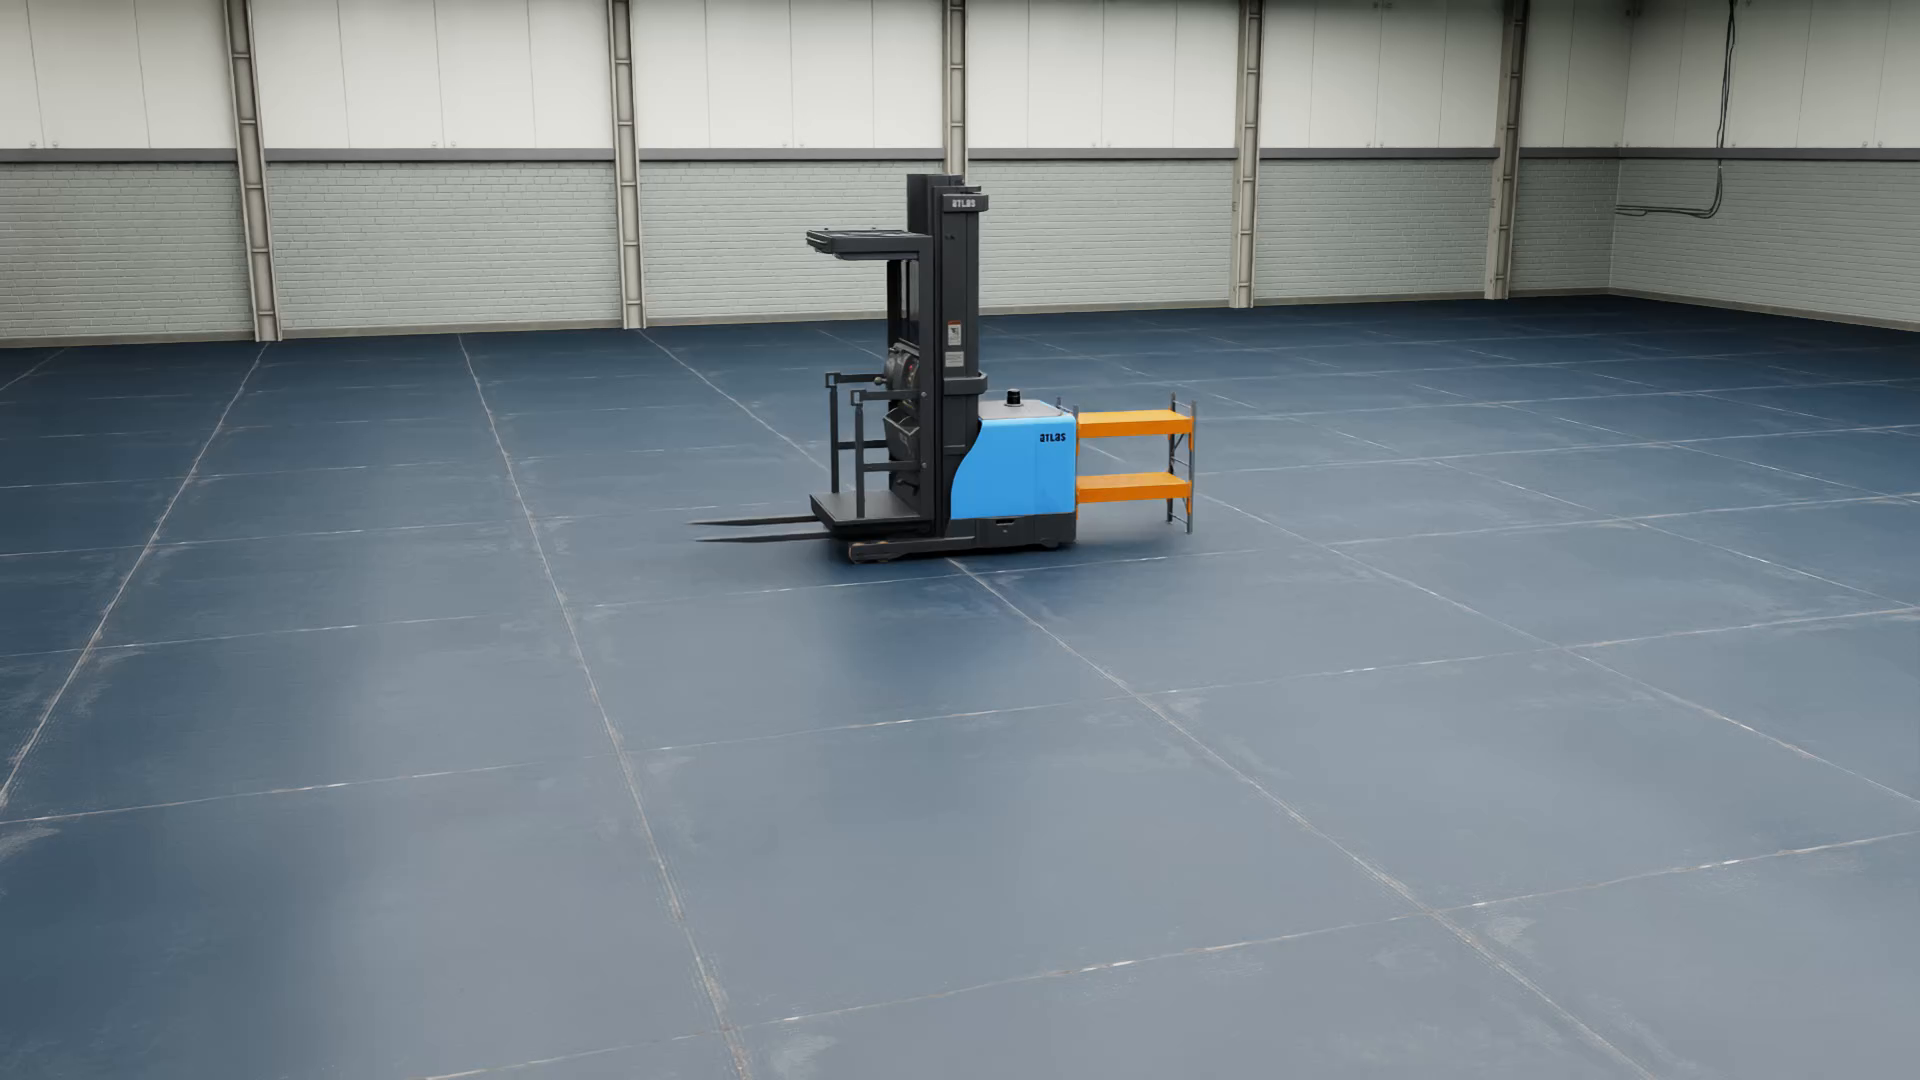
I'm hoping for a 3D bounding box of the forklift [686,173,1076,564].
[{"bbox_3d":[-0.643,-1.373,13.079,3.031,2.935,1.130,-4,14,-15],"label":"forklift"}]

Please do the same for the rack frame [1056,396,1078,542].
[{"bbox_3d":[0.873,-0.590,13.694,0.032,1.125,0.500,-3,14,-14],"label":"rack frame"}]

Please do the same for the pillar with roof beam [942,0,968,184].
[{"bbox_3d":[1.287,-7.635,26.296,0.400,9.000,9.100,-4,14,-18],"label":"pillar with roof beam"}]

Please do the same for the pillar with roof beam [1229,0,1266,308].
[{"bbox_3d":[6.973,-8.078,28.158,0.400,9.000,9.100,-4,14,-18],"label":"pillar with roof beam"}]

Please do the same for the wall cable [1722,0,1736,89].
[{"bbox_3d":[15.364,-9.746,30.964,0.112,2.526,3.097,-4,14,-18],"label":"wall cable"}]

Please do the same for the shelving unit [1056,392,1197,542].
[{"bbox_3d":[1.365,-0.620,13.818,1.048,1.125,0.538,-3,14,-14],"label":"shelving unit"}]

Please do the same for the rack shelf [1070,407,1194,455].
[{"bbox_3d":[1.365,-0.905,13.750,1.000,0.278,0.538,-3,14,-14],"label":"rack shelf"}]

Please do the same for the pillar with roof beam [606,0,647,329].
[{"bbox_3d":[-4.400,-7.192,24.434,0.400,9.000,9.100,-4,14,-18],"label":"pillar with roof beam"}]

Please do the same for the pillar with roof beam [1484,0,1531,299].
[{"bbox_3d":[12.660,-8.521,30.019,0.400,9.000,9.100,-4,14,-18],"label":"pillar with roof beam"}]

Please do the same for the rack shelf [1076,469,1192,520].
[{"bbox_3d":[1.365,-0.382,13.874,1.000,0.278,0.538,-3,14,-14],"label":"rack shelf"}]

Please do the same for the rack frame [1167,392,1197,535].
[{"bbox_3d":[1.857,-0.649,13.942,0.032,1.125,0.500,-3,14,-14],"label":"rack frame"}]

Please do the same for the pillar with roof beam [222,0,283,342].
[{"bbox_3d":[-10.087,-6.750,22.573,0.400,9.000,9.100,-4,14,-18],"label":"pillar with roof beam"}]

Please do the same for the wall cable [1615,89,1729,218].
[{"bbox_3d":[14.501,-7.882,34.043,0.112,2.526,3.097,-4,14,-18],"label":"wall cable"}]
